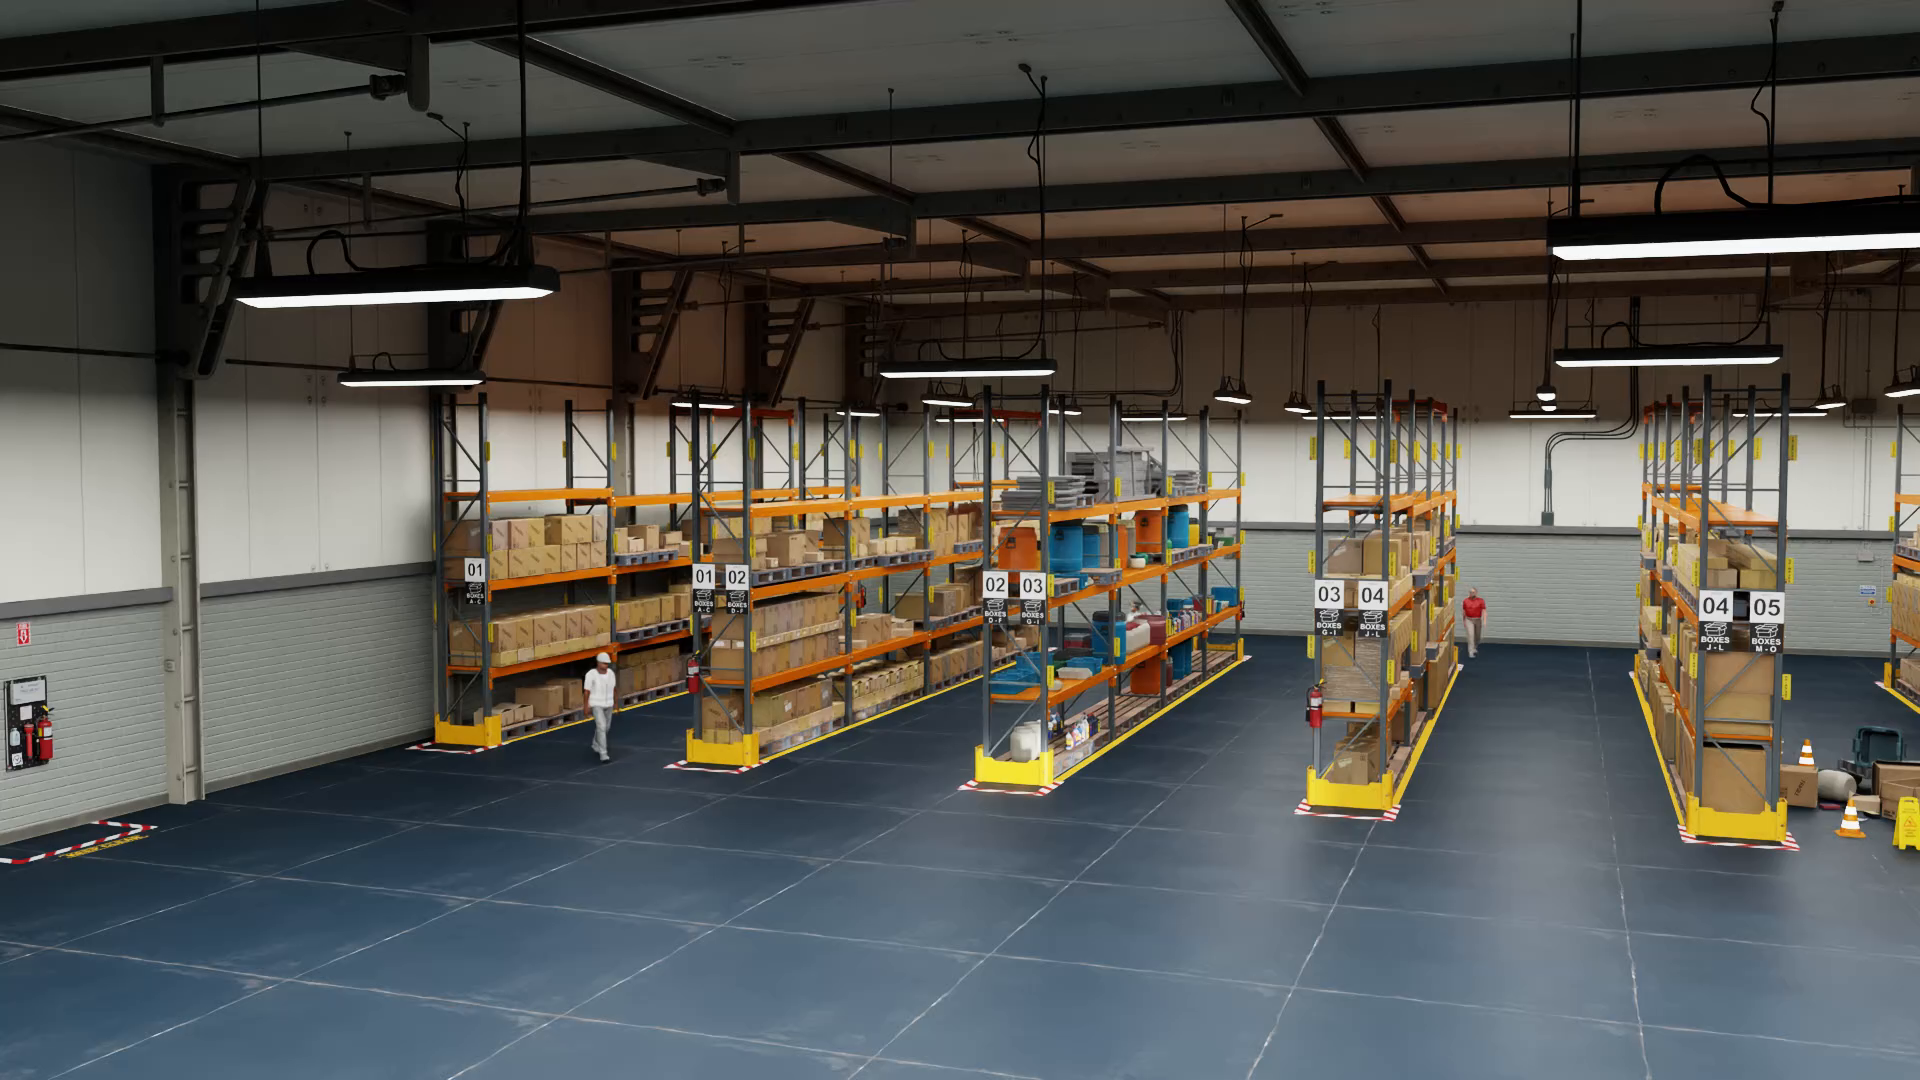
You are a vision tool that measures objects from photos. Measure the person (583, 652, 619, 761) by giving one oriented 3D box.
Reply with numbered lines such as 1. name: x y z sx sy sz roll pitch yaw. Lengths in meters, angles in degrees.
1. person: -5.858 2.692 27.171 0.898 1.740 0.574 3 4 40

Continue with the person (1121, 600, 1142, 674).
1. person: 3.946 2.171 37.527 1.060 1.622 0.524 -3 4 -40

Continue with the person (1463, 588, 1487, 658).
1. person: 12.499 1.993 40.389 0.512 1.674 1.054 0 3 4
